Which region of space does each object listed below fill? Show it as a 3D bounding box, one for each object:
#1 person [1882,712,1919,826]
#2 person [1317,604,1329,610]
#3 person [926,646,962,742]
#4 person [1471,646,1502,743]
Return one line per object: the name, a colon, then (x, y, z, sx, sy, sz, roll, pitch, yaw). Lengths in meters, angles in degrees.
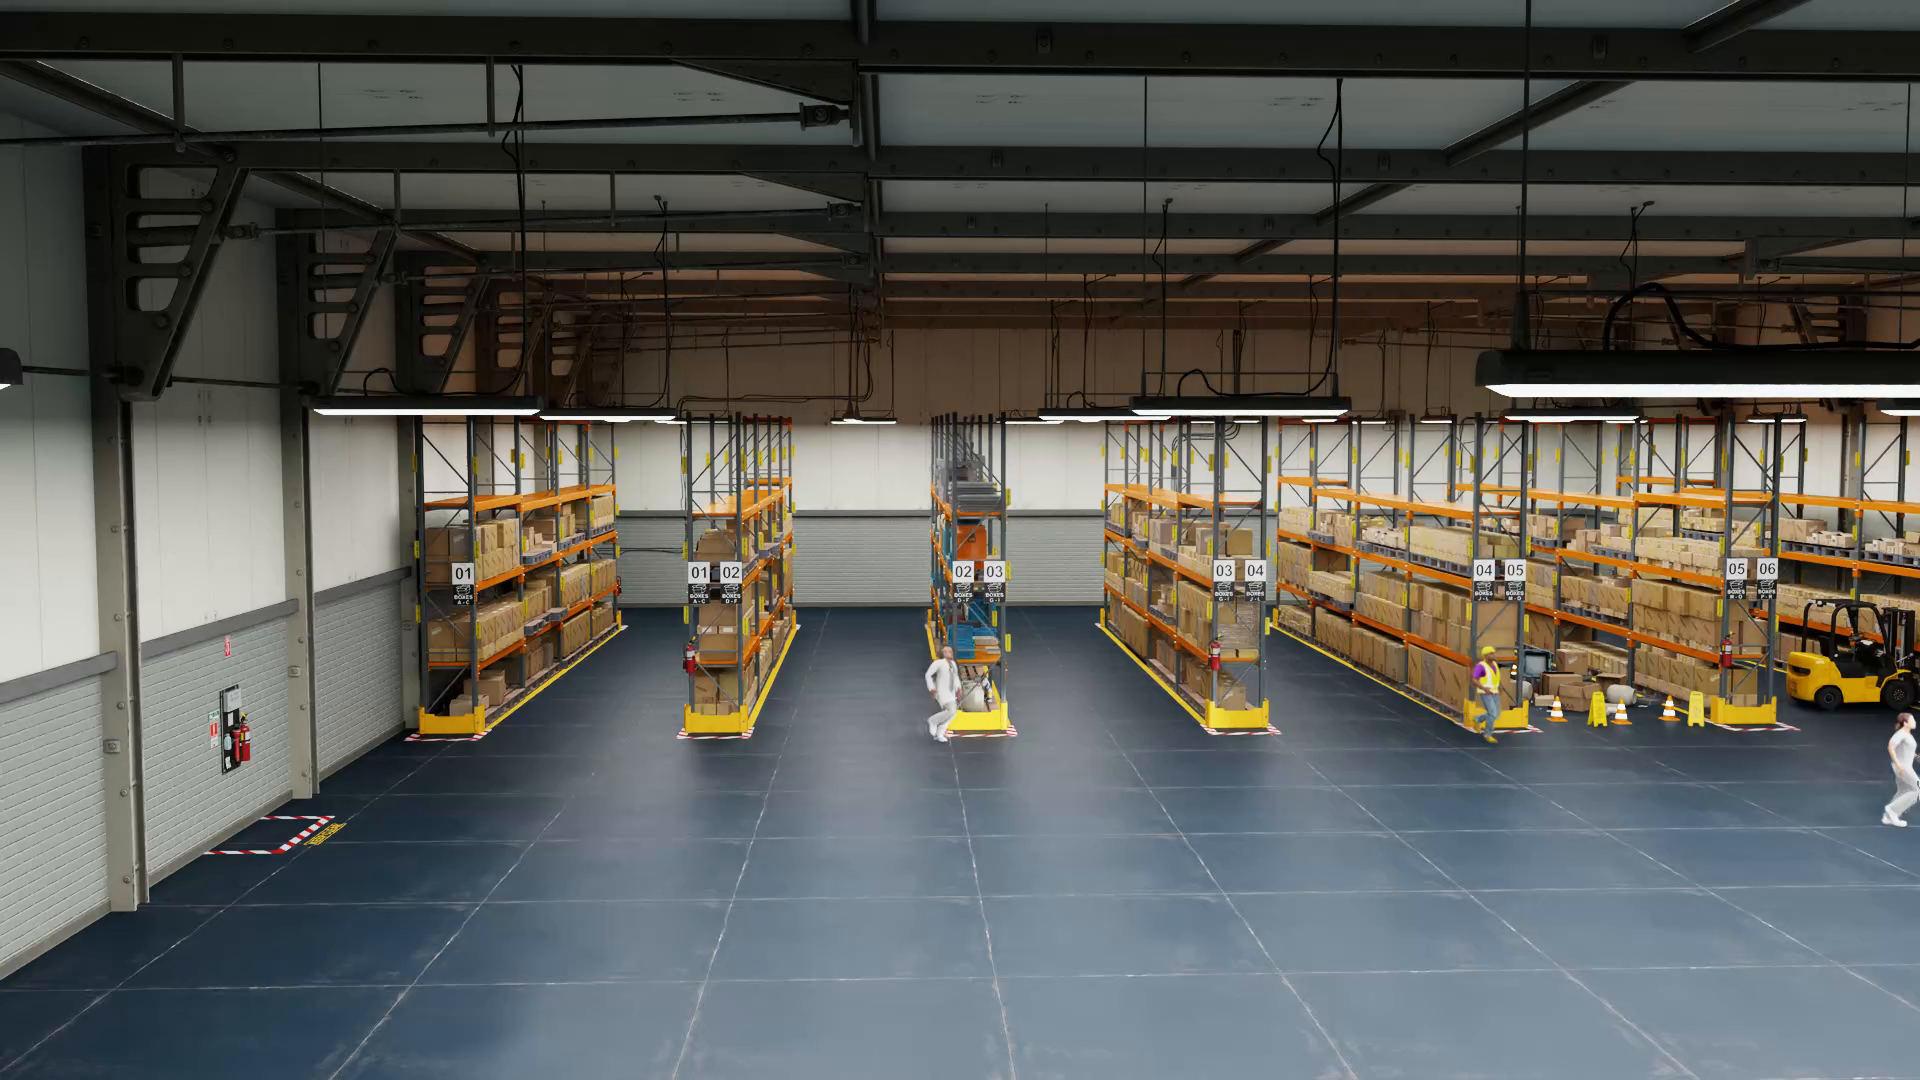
person: (13.544, 3.279, 23.790, 0.568, 1.637, 0.573, 2, 5, 31)
person: (10.461, 1.612, 48.816, 0.676, 1.573, 0.783, -3, 5, -37)
person: (-0.221, 2.804, 30.372, 0.559, 1.697, 0.732, 3, 5, 40)
person: (9.620, 2.806, 30.406, 0.757, 1.737, 0.619, -3, 5, -39)
